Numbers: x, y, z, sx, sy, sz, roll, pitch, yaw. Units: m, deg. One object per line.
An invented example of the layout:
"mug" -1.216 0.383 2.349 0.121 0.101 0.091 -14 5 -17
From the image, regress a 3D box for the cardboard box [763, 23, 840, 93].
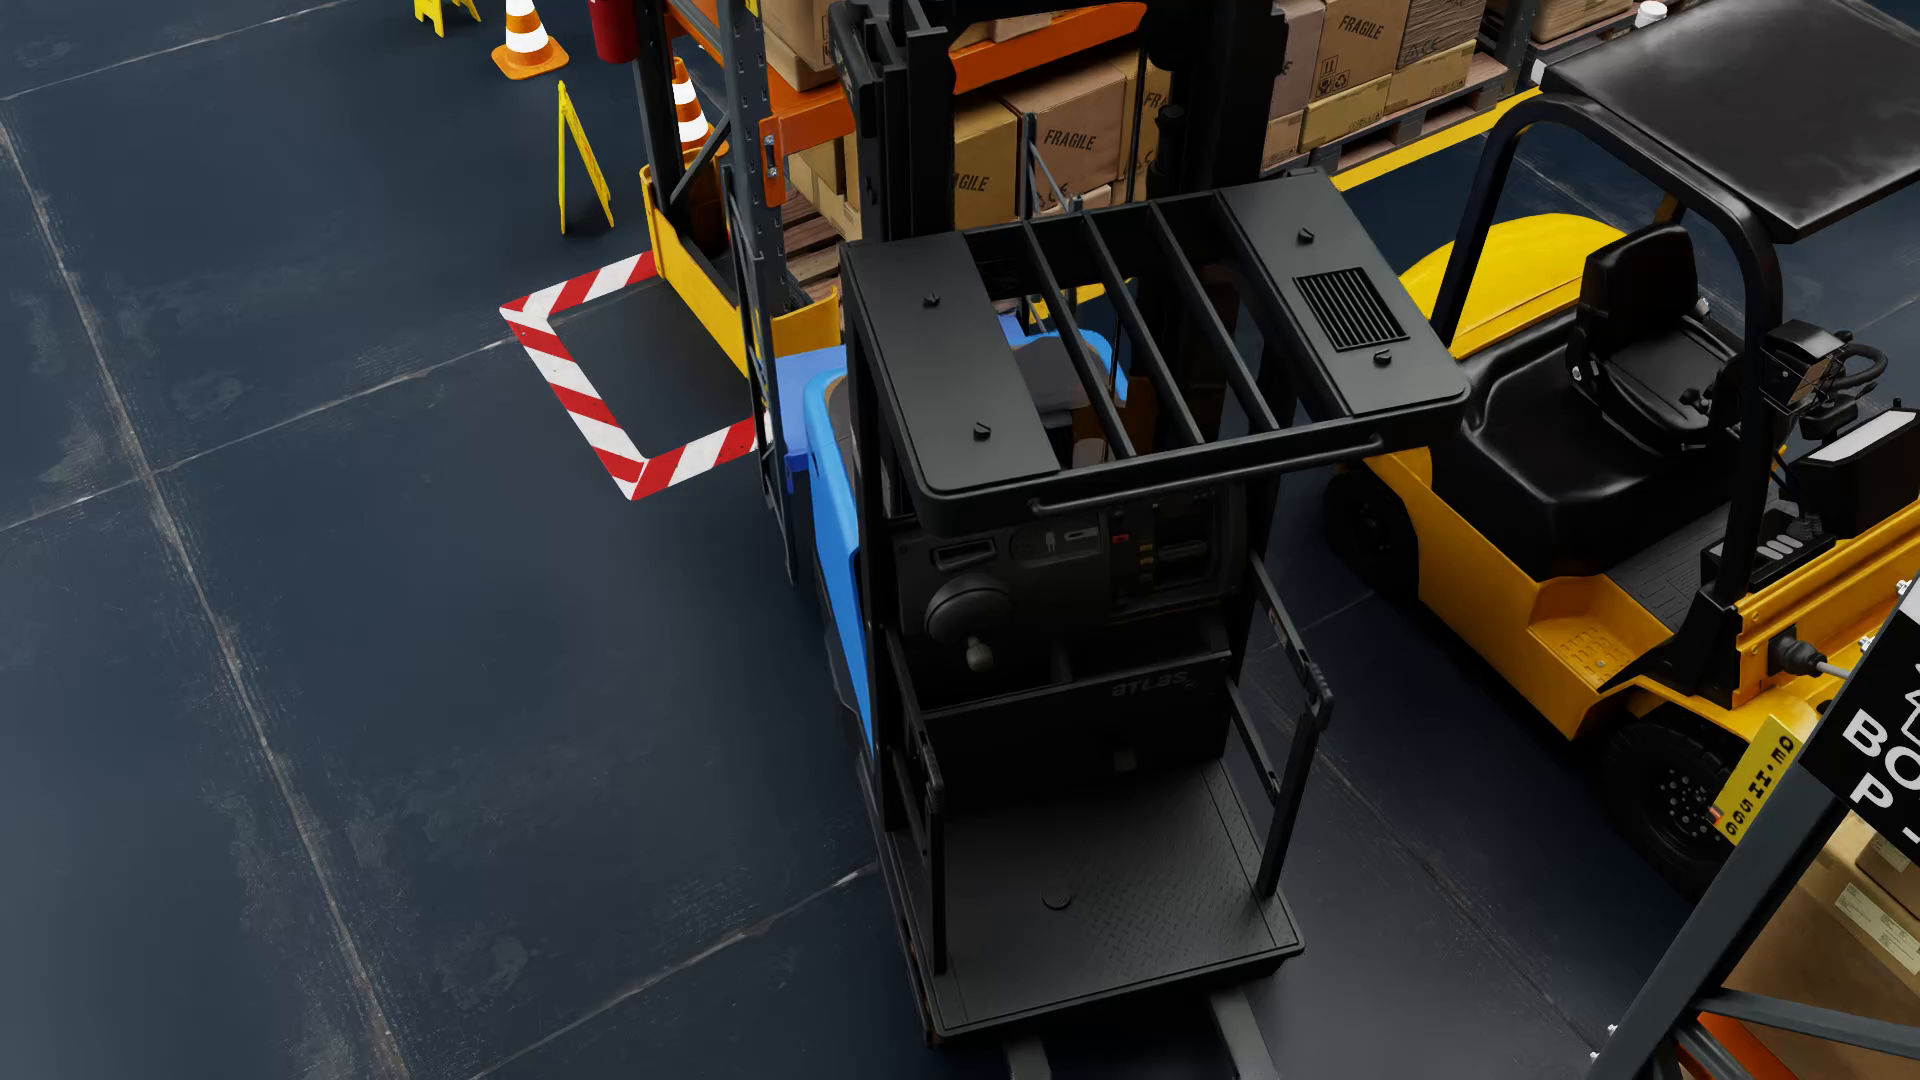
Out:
"cardboard box" -0.573 -1.808 6.020 0.250 0.149 0.380 -25 53 -21

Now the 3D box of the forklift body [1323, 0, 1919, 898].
"forklift body" 2.311 -0.379 5.147 1.214 2.155 2.313 -25 53 -21

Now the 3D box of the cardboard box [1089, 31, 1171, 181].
"cardboard box" 0.747 -1.924 7.012 0.500 0.500 0.500 -24 53 -20

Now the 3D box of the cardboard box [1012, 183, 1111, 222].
"cardboard box" 0.295 -1.457 7.099 0.500 0.250 0.500 -23 52 -20

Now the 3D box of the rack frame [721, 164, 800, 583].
"rack frame" -0.675 -0.521 5.710 0.032 1.500 0.500 -13 50 -11

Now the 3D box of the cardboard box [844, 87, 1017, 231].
"cardboard box" -0.121 -1.518 6.651 0.500 0.500 0.500 -27 54 -22

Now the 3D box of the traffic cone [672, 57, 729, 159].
"traffic cone" -1.296 -2.029 7.747 0.334 0.463 0.336 -25 53 -21

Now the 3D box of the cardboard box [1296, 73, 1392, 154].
"cardboard box" 1.610 -2.082 7.656 0.500 0.250 0.500 -27 53 -22

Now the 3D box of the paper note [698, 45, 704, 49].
"paper note" -1.234 -2.533 8.485 0.148 0.019 0.142 30 55 24

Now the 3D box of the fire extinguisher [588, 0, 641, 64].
"fire extinguisher" -1.314 -2.106 6.169 0.183 0.674 0.296 -25 53 -21

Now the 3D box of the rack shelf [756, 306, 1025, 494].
"rack shelf" -0.188 -0.511 5.941 1.000 0.185 0.538 -13 50 -11

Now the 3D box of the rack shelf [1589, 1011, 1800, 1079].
"rack shelf" 3.372 0.689 4.109 4.000 0.370 1.077 -25 53 -21

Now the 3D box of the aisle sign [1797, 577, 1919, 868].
"aisle sign" 1.468 0.223 2.302 0.004 0.787 0.394 -25 53 -21

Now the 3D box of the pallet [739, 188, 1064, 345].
"pallet" -0.201 -1.291 7.258 1.213 0.211 1.003 -25 53 -21

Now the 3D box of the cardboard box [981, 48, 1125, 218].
"cardboard box" 0.319 -1.729 6.839 0.500 0.500 0.500 -27 54 -22

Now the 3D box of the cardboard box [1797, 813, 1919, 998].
"cardboard box" 1.824 0.683 3.132 0.250 0.149 0.380 -24 53 -20

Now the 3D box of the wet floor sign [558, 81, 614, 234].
"wet floor sign" -1.703 -1.704 7.335 0.232 0.644 0.267 -9 49 -8

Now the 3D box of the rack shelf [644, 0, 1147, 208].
"rack shelf" 0.721 -2.444 6.900 4.000 0.370 1.077 -25 53 -21

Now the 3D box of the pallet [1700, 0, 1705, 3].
"pallet" 4.103 -3.354 9.095 1.213 0.211 1.003 -25 53 -21

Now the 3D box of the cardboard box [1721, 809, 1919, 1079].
"cardboard box" 1.957 0.852 3.416 0.500 0.500 0.500 -26 53 -22

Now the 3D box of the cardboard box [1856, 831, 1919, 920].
"cardboard box" 1.871 0.623 2.986 0.250 0.149 0.380 -25 53 -21

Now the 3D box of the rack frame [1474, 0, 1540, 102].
"rack frame" 2.412 -3.481 7.341 0.127 3.000 1.000 -25 53 -21

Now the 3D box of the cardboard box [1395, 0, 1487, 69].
"cardboard box" 2.055 -2.550 7.570 0.500 0.500 0.500 -26 53 -21

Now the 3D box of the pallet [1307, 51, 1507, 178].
"pallet" 1.863 -2.263 8.124 1.213 0.211 1.003 -25 53 -21

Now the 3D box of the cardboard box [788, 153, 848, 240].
"cardboard box" -0.411 -1.614 7.238 0.500 0.250 0.500 -25 53 -21

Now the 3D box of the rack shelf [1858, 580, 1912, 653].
"rack shelf" 3.372 -0.308 2.989 4.000 0.370 1.077 -25 53 -21

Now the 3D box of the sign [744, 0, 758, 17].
"sign" -0.681 -1.832 5.293 0.005 0.325 0.100 -25 53 -21

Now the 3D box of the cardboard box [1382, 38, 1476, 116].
"cardboard box" 2.055 -2.300 7.850 0.500 0.250 0.500 -23 52 -19

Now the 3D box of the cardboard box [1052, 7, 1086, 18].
"cardboard box" 0.340 -2.168 6.341 0.250 0.149 0.380 -24 53 -20

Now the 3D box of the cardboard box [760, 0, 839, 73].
"cardboard box" -0.422 -2.032 5.785 0.500 0.500 0.500 -26 53 -21

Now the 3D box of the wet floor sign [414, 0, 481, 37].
"wet floor sign" -2.666 -2.928 8.425 0.232 0.644 0.267 -34 57 -27

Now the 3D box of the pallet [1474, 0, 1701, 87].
"pallet" 3.070 -2.864 8.660 1.213 0.211 1.003 -25 53 -21

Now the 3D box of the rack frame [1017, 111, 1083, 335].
"rack frame" 0.299 -0.739 5.904 0.032 1.500 0.500 -13 50 -11

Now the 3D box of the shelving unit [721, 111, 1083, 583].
"shelving unit" -0.188 -0.630 5.807 1.048 1.500 0.538 -13 50 -11

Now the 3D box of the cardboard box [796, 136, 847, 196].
"cardboard box" -0.432 -1.845 6.943 0.500 0.500 0.500 -25 53 -21

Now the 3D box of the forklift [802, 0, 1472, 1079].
"forklift" 0.348 0.182 4.125 1.130 2.935 3.031 -11 49 -10

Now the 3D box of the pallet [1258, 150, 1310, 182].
"pallet" 0.830 -1.774 7.689 1.213 0.211 1.003 -25 53 -21

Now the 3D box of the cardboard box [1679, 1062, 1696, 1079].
"cardboard box" 1.904 1.309 3.966 0.500 0.250 0.500 -24 52 -20

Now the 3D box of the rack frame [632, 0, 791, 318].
"rack frame" -0.971 -1.887 5.922 0.127 3.000 1.000 -25 53 -21

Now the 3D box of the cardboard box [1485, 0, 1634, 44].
"cardboard box" 2.854 -2.957 8.353 0.625 0.372 0.950 -25 53 -20

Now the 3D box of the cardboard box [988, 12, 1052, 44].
"cardboard box" 0.140 -2.044 6.230 0.250 0.149 0.380 -24 53 -20

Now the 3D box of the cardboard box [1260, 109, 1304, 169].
"cardboard box" 1.178 -1.882 7.478 0.500 0.250 0.500 -24 53 -20

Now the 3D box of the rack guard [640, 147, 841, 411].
"rack guard" -0.907 -1.086 6.882 0.348 0.500 1.175 -25 53 -21

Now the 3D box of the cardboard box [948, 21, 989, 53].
"cardboard box" -0.100 -1.972 6.166 0.250 0.149 0.380 -27 54 -22

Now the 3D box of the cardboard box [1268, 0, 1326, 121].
"cardboard box" 1.195 -2.142 7.207 0.500 0.500 0.500 -23 52 -19

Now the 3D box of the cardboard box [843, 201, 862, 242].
"cardboard box" -0.141 -1.259 6.922 0.500 0.250 0.500 -26 53 -21

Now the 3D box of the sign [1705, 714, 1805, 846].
"sign" 1.403 0.435 2.920 0.005 0.325 0.100 -25 53 -21

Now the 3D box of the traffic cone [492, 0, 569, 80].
"traffic cone" -2.175 -2.595 8.251 0.334 0.463 0.336 -25 53 -21

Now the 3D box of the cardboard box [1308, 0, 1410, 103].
"cardboard box" 1.626 -2.346 7.389 0.500 0.500 0.500 -24 53 -20

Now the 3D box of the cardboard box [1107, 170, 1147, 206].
"cardboard box" 0.749 -1.683 7.300 0.500 0.250 0.500 -22 52 -18
